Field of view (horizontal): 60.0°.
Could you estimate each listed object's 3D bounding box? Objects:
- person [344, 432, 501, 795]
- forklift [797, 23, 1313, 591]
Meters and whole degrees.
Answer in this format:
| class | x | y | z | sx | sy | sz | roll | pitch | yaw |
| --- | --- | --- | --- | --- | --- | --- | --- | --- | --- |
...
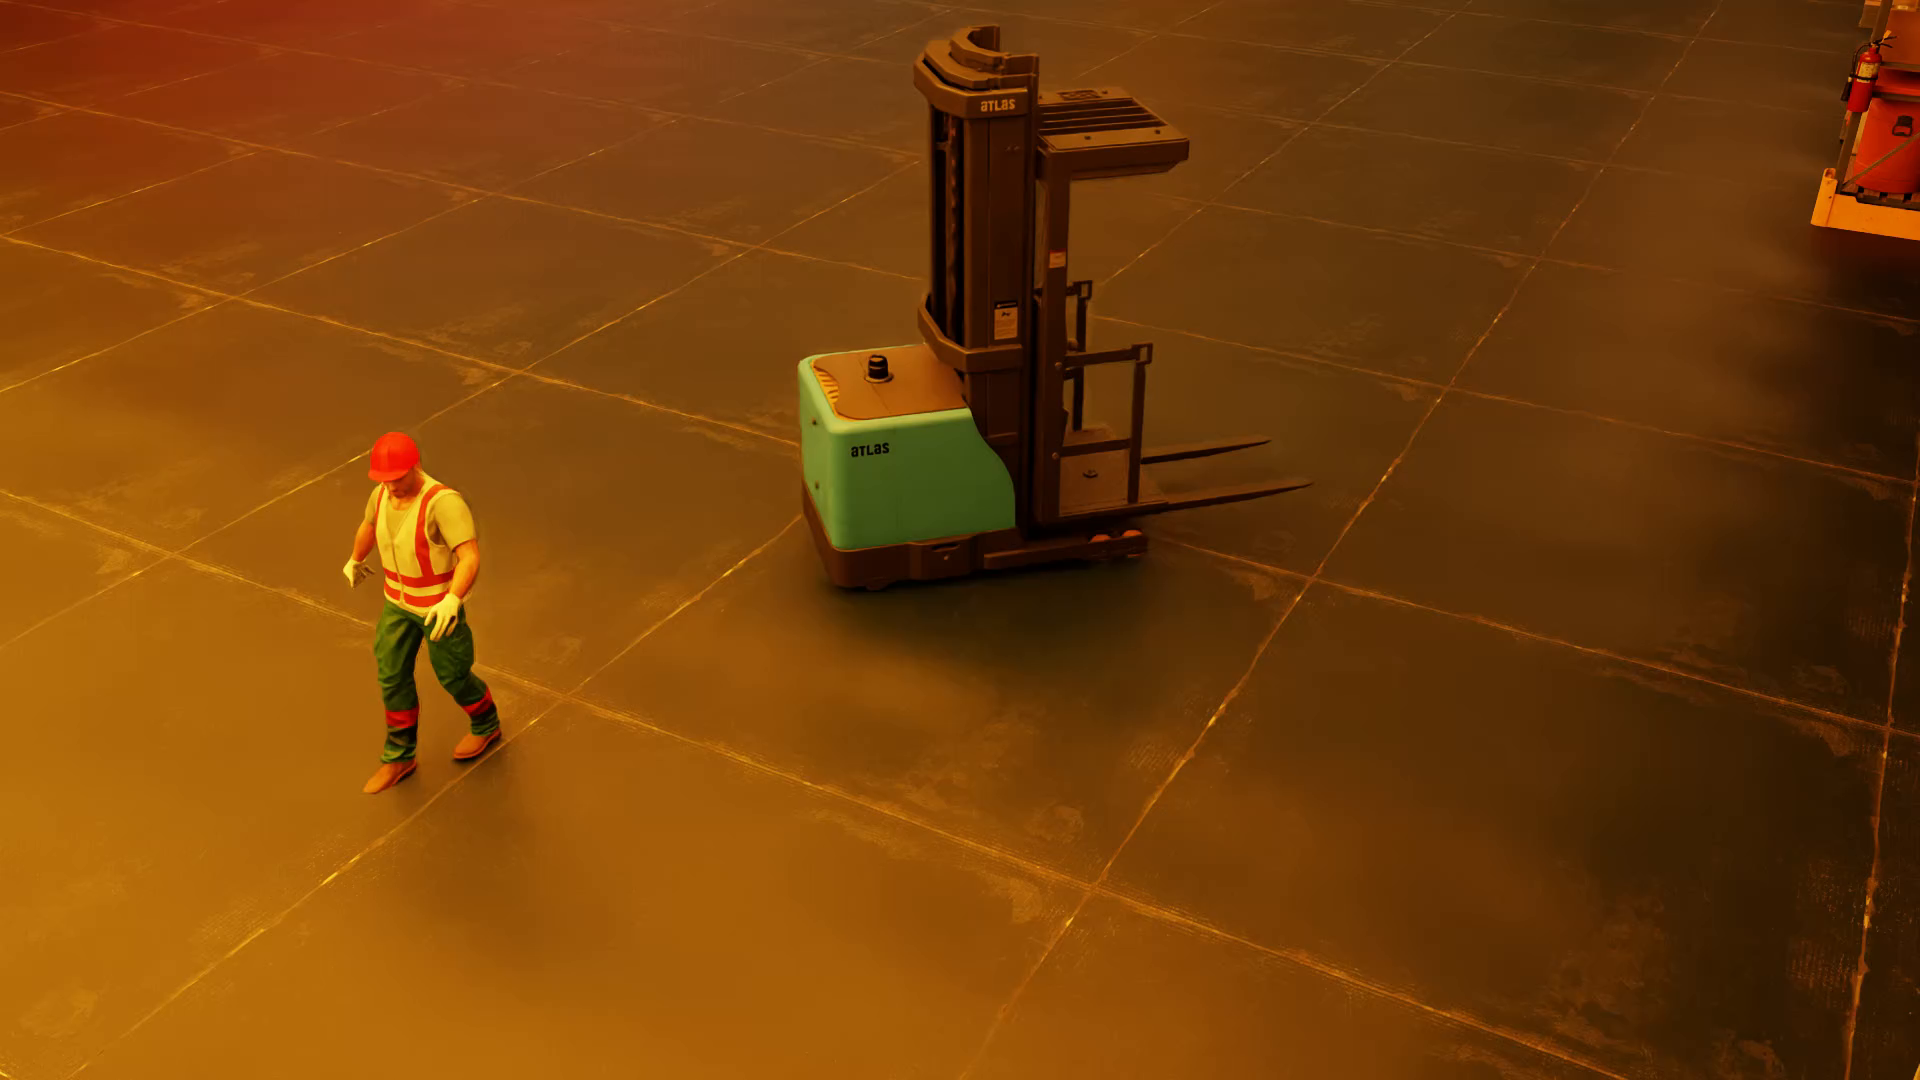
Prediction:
| class | x | y | z | sx | sy | sz | roll | pitch | yaw |
| --- | --- | --- | --- | --- | --- | --- | --- | --- | --- |
| person | -2.568 | 0.337 | 7.690 | 1.031 | 1.781 | 0.698 | 15 | 33 | 24 |
| forklift | 0.613 | -1.381 | 9.463 | 3.031 | 2.935 | 1.130 | -8 | 31 | -13 |
